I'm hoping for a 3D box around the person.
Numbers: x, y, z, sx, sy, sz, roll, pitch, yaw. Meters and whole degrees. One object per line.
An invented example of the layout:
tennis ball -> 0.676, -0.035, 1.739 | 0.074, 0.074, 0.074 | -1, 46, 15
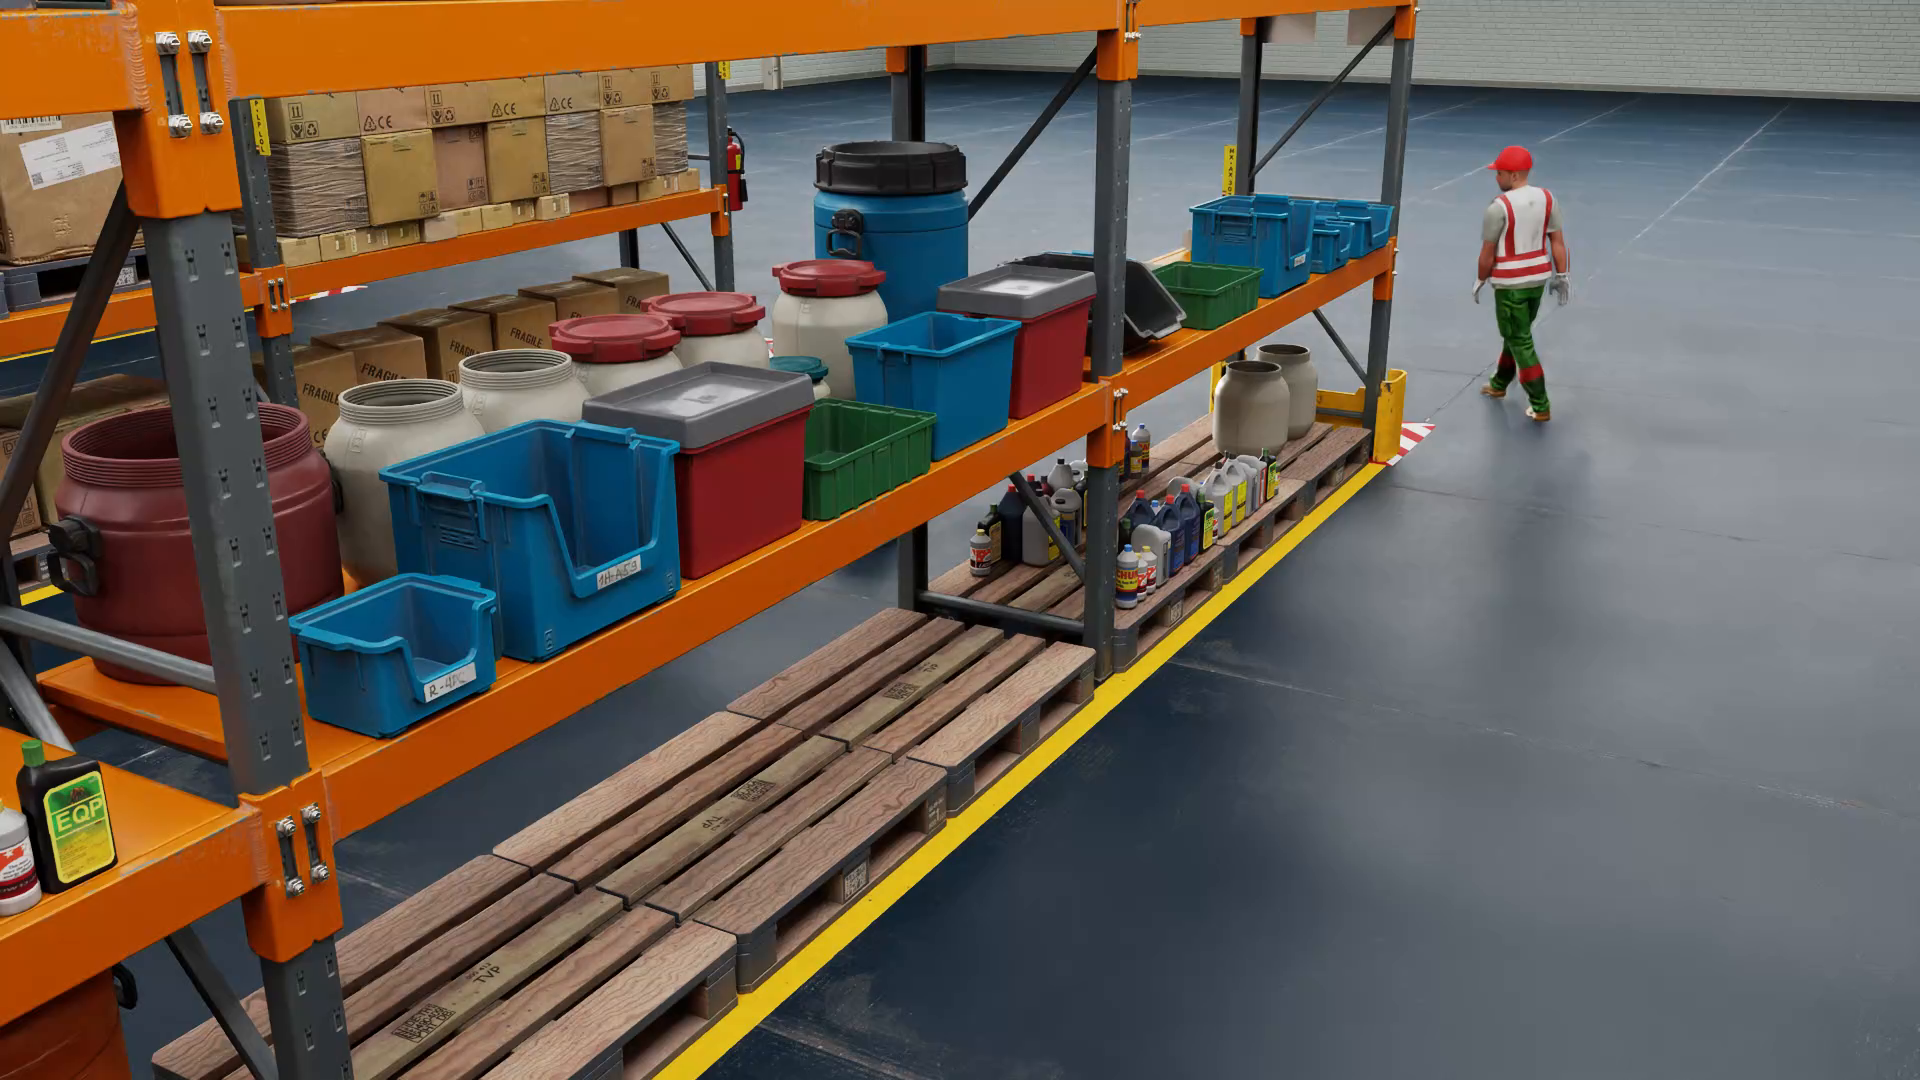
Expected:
person -> 3.591, -1.701, 10.887 | 0.615, 1.736, 0.897 | -7, 20, -19
